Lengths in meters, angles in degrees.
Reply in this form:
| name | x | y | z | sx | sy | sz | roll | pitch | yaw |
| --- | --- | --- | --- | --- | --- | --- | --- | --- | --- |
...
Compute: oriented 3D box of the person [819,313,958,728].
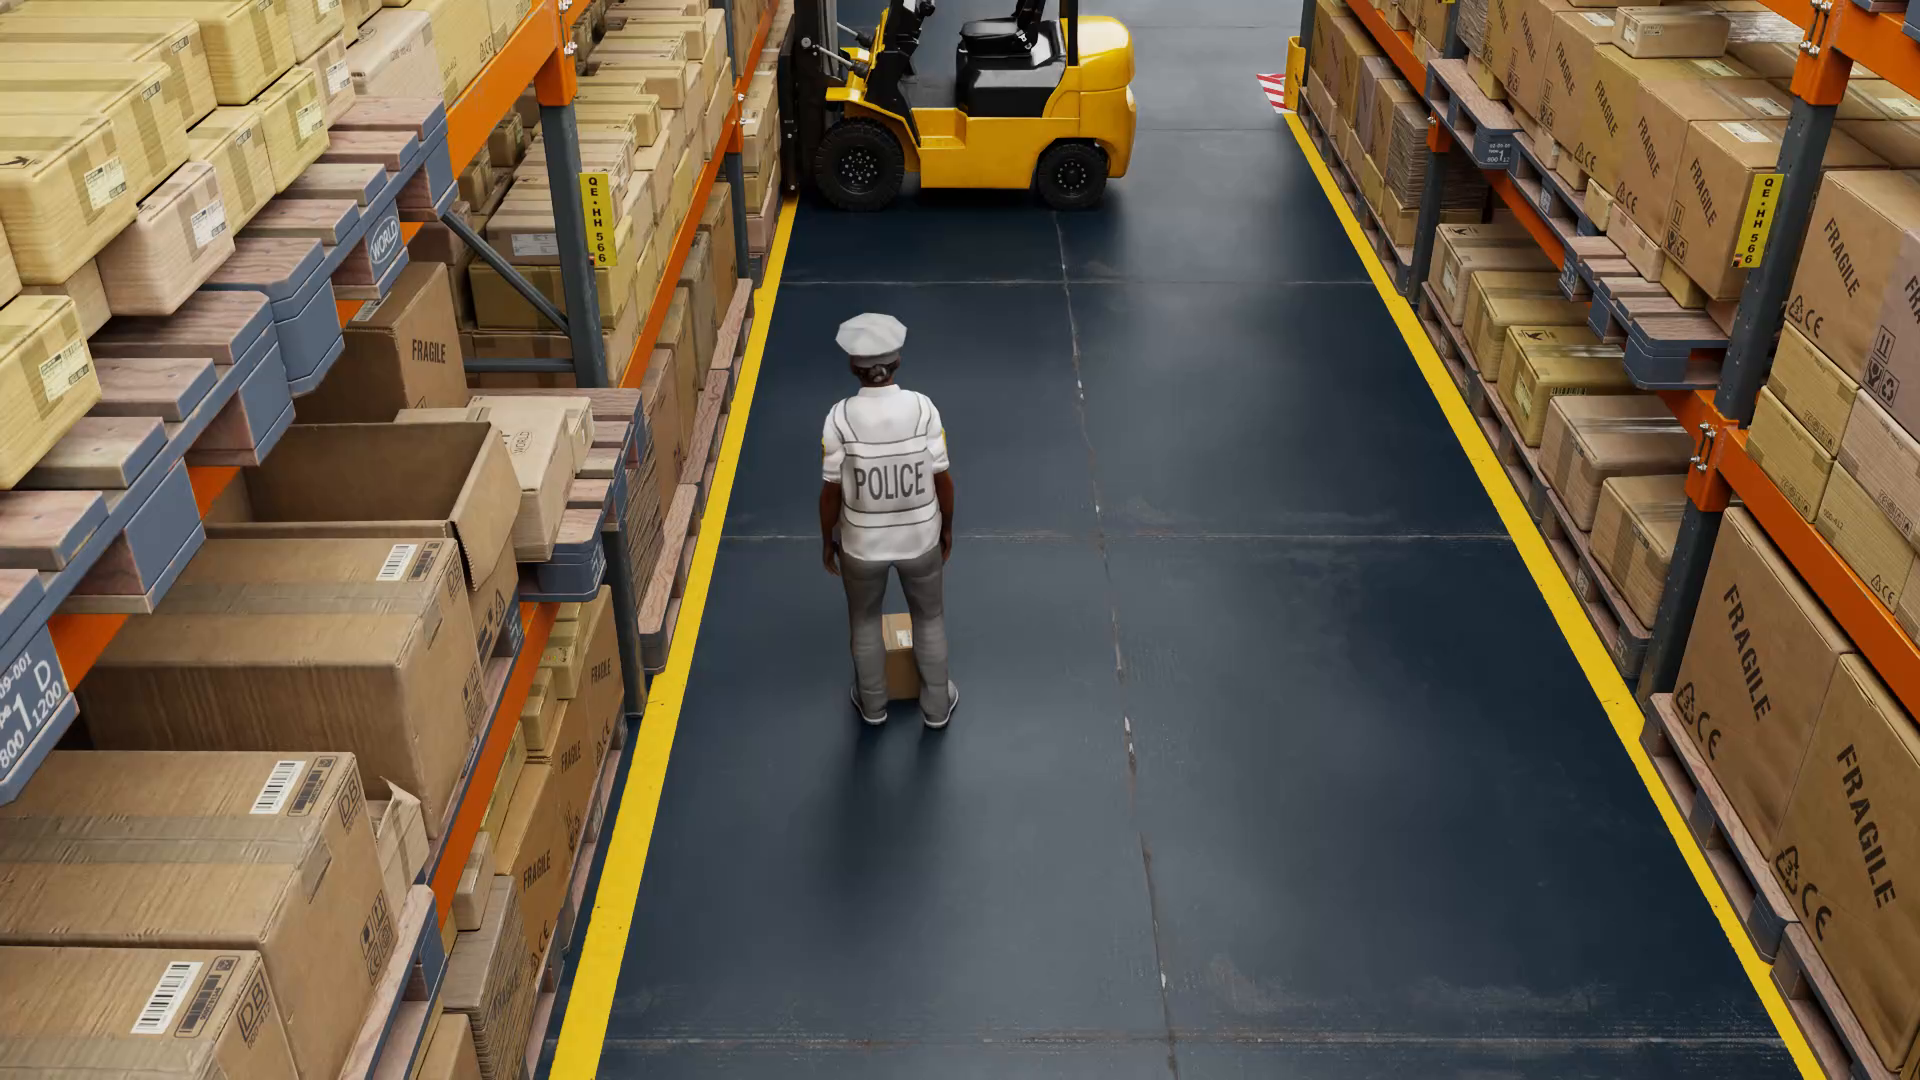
| name | x | y | z | sx | sy | sz | roll | pitch | yaw |
| --- | --- | --- | --- | --- | --- | --- | --- | --- | --- |
| person | -0.257 | -0.017 | 6.163 | 0.525 | 1.658 | 0.427 | -5 | 32 | -7 |
